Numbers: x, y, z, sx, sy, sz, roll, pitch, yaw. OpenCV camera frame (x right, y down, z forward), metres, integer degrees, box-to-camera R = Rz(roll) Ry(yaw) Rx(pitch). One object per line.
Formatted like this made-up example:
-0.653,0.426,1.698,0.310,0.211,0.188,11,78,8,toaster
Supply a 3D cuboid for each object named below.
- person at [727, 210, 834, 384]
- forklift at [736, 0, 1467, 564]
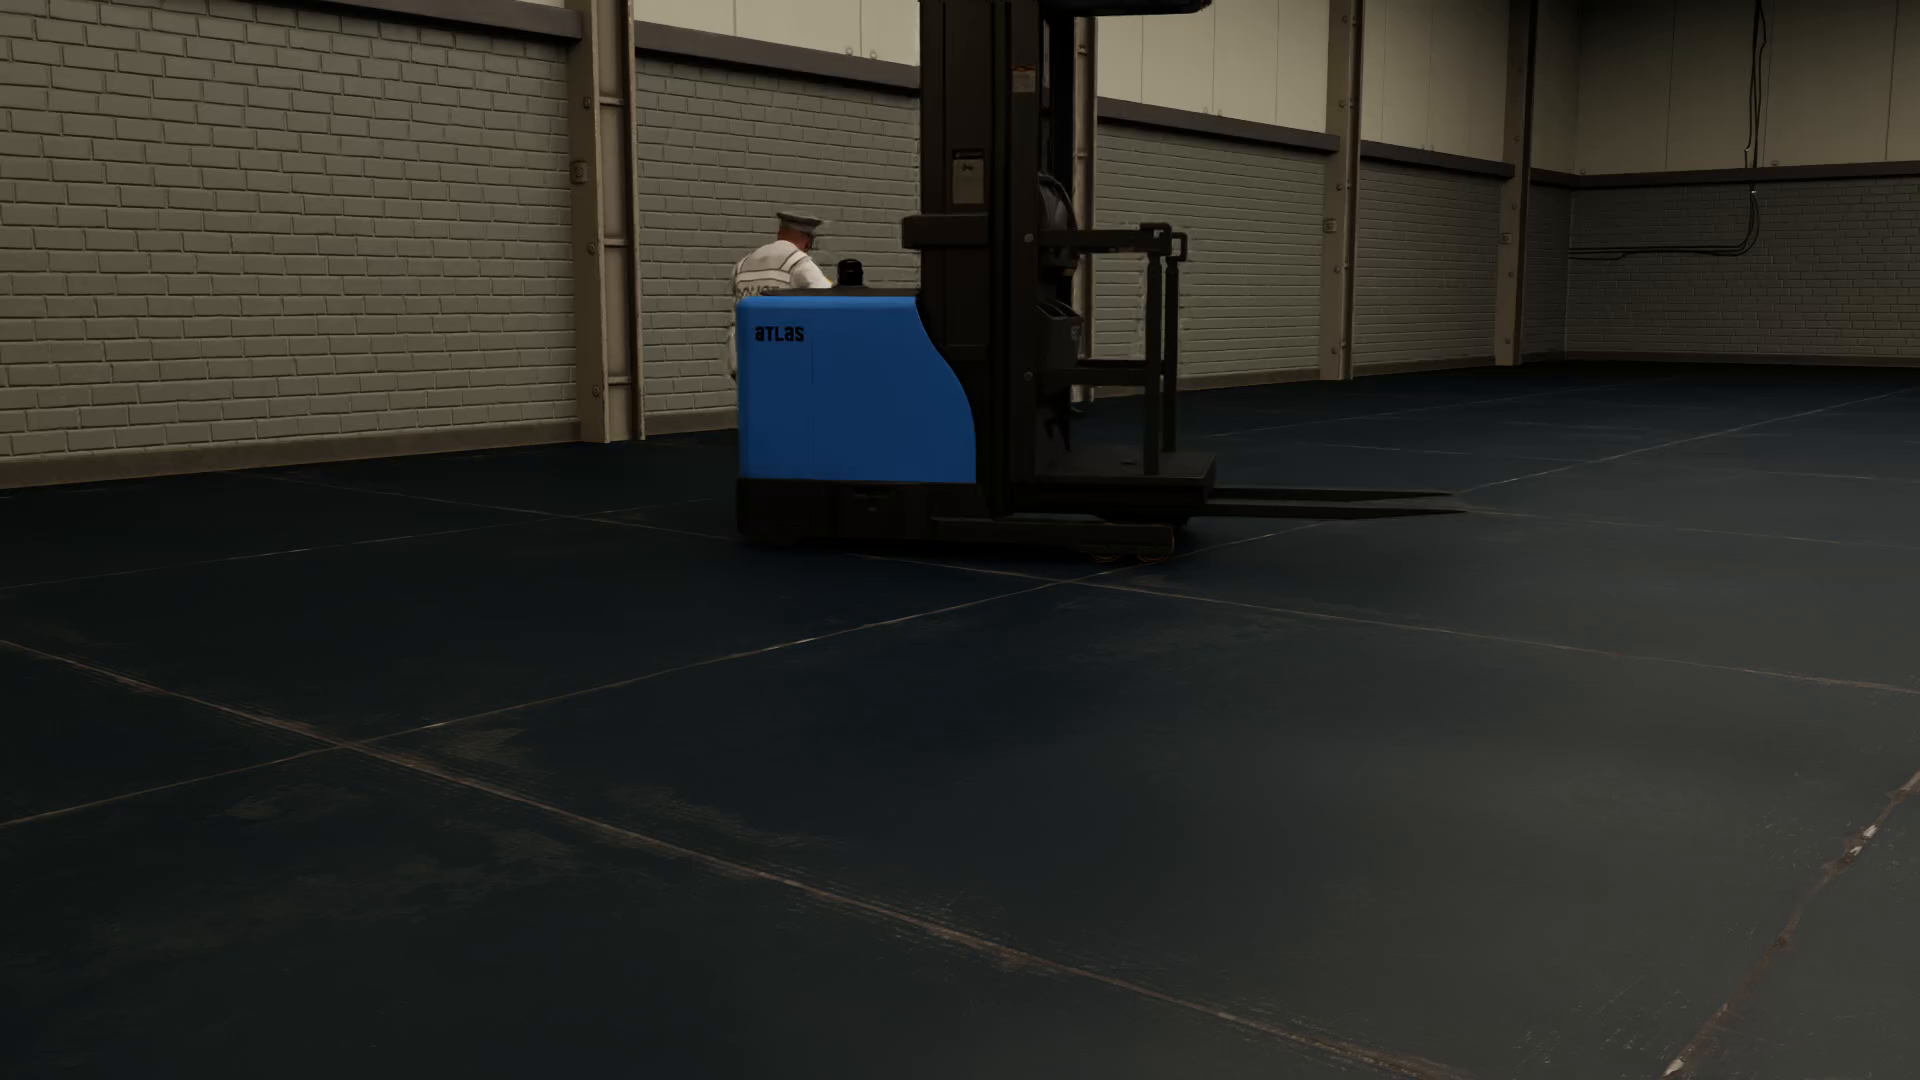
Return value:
-0.691,-0.920,8.469,1.230,1.500,0.939,5,10,33,person
0.609,-1.435,7.089,3.031,2.935,1.130,2,8,11,forklift
